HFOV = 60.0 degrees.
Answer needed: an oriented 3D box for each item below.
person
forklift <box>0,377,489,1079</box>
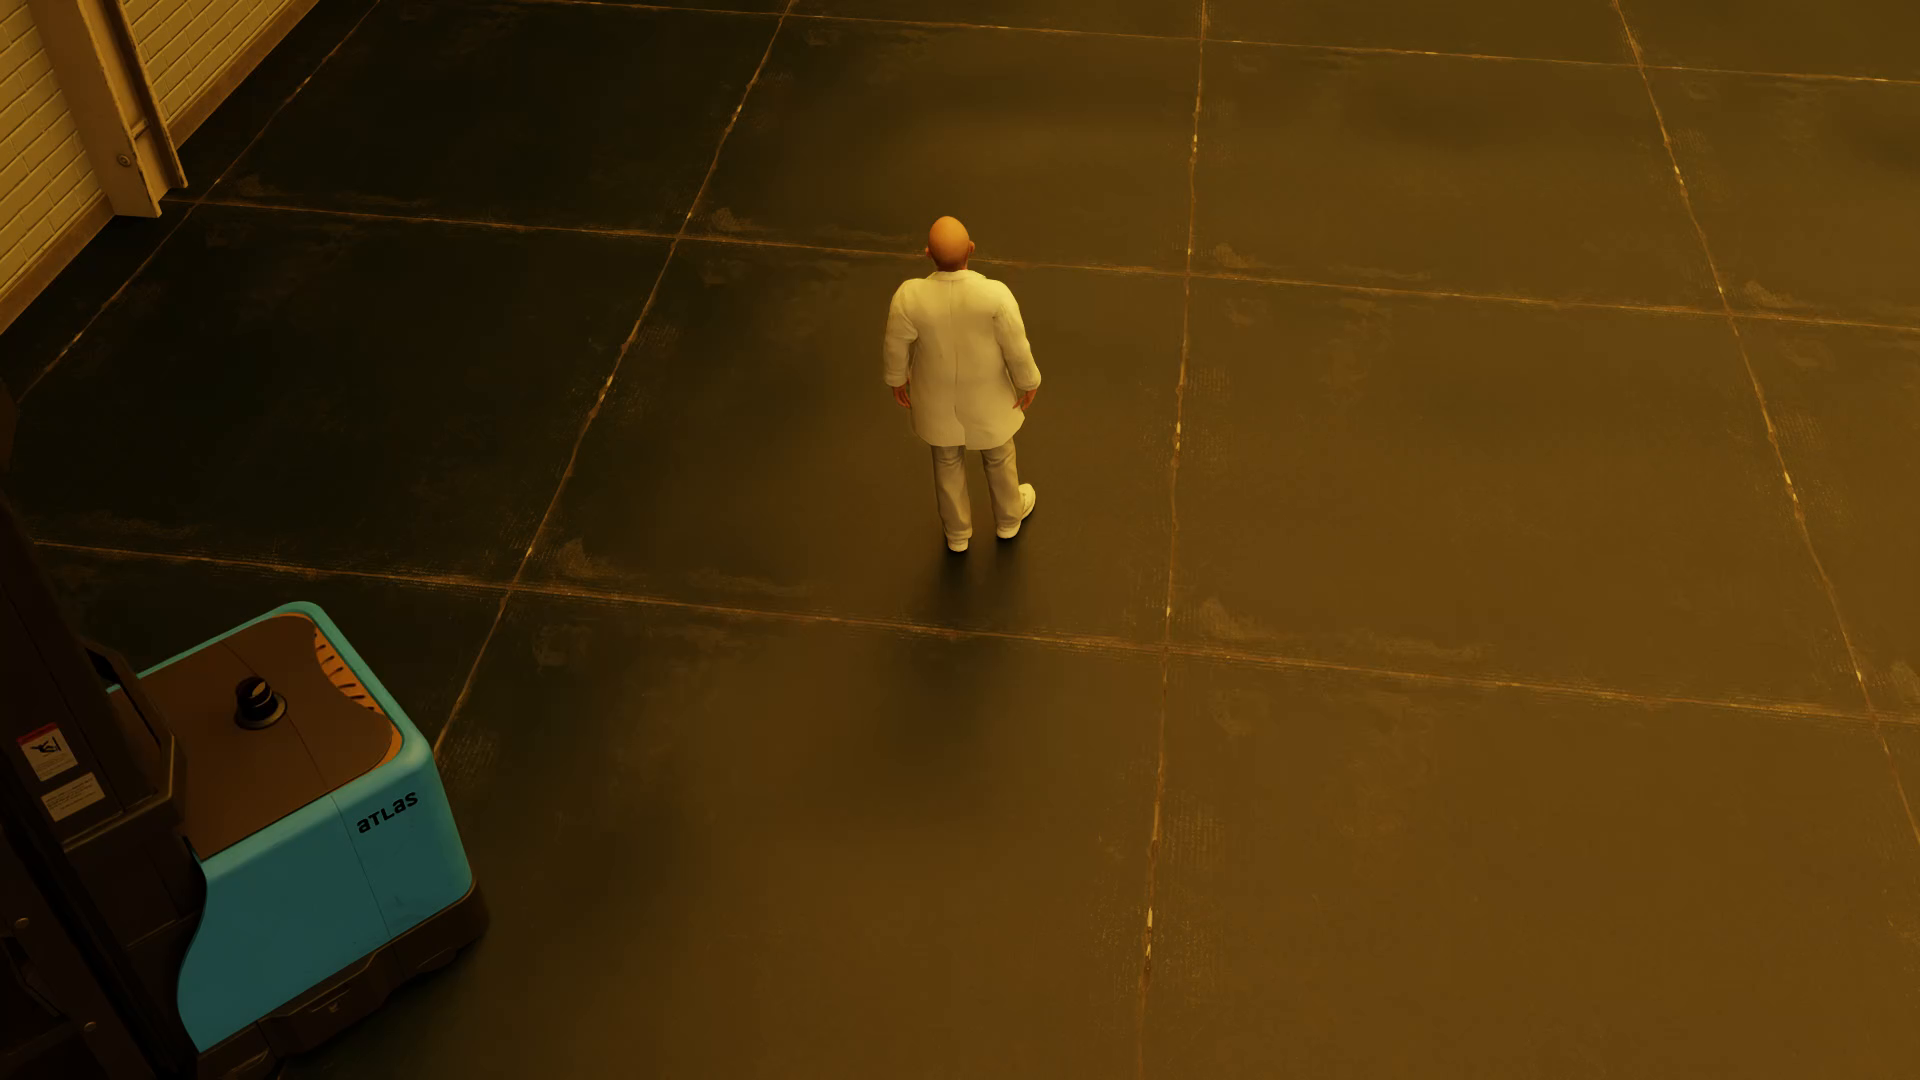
[{"bbox_3d":[0.016,-0.721,7.351,0.698,1.777,0.578,5,43,6],"label":"person"},{"bbox_3d":[-3.218,0.801,4.852,3.031,2.935,1.130,-30,50,-28],"label":"forklift"}]
